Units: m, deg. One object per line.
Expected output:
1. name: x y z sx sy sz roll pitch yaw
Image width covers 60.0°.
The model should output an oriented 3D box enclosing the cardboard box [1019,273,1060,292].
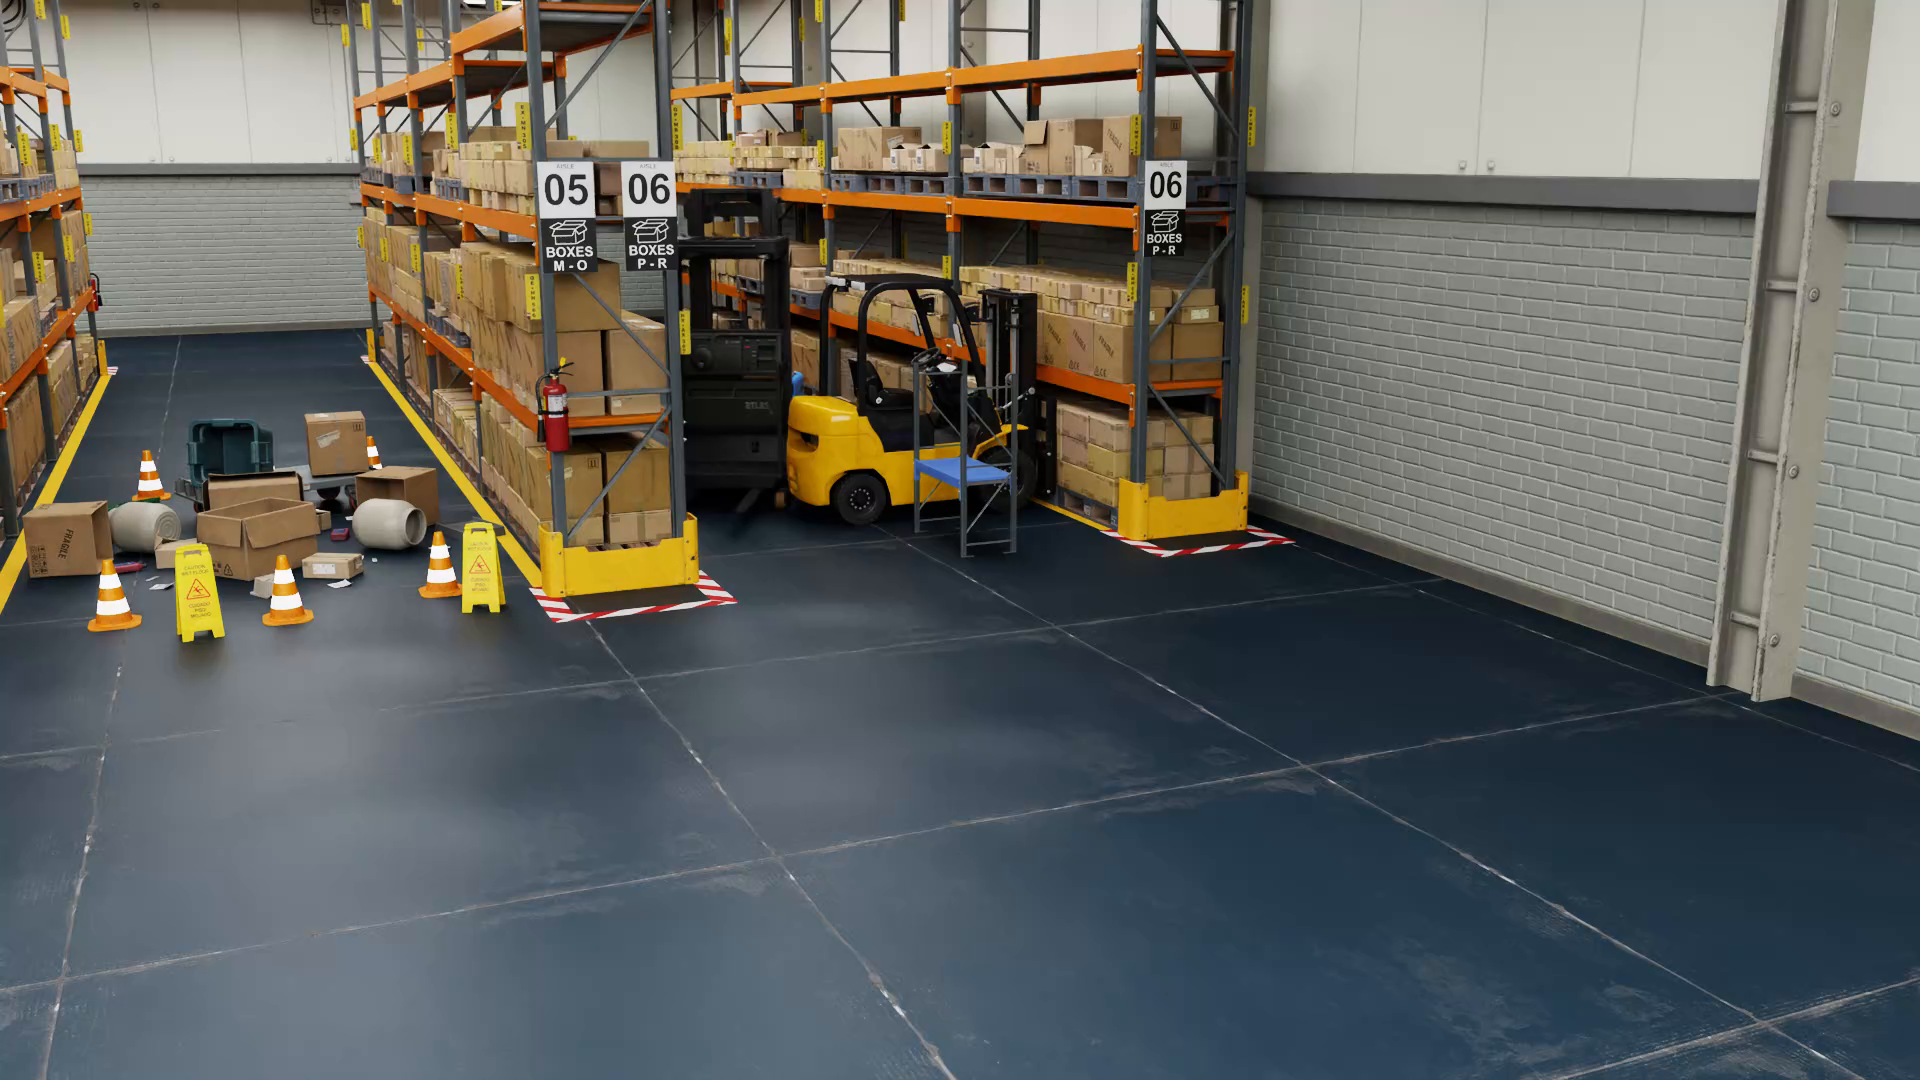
1. cardboard box: 0.803 -2.529 16.324 0.380 0.149 0.250 -6 14 -23

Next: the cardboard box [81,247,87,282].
1. cardboard box: -12.873 -3.950 23.904 0.500 0.500 0.500 -6 14 -24

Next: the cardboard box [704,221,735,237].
1. cardboard box: -3.913 -4.859 26.723 0.500 0.500 0.500 -5 14 -22

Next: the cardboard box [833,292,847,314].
1. cardboard box: -1.290 -3.010 21.058 0.500 0.250 0.500 -6 14 -23

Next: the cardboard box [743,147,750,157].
1. cardboard box: -2.894 -5.555 23.810 0.380 0.149 0.250 -6 14 -24

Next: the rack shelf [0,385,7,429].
1. rack shelf: -7.882 -0.690 12.295 1.077 0.370 4.000 -6 14 -23

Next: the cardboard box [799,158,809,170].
1. cardboard box: -1.914 -4.991 22.077 0.380 0.149 0.250 -6 14 -23

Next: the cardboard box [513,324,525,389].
1. cardboard box: -3.252 -1.480 13.231 0.500 0.500 0.500 -6 14 -23

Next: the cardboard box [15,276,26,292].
1. cardboard box: -10.295 -2.766 17.976 0.380 0.149 0.250 -6 14 -23

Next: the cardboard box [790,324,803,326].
1. cardboard box: -2.463 -3.016 23.921 0.380 0.149 0.250 -6 14 -23

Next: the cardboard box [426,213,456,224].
1. cardboard box: -7.282 -4.515 23.348 0.380 0.149 0.250 -6 14 -24

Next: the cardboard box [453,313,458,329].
1. cardboard box: -4.978 -2.244 17.038 0.380 0.149 0.250 -5 14 -22

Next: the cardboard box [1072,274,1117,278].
1. cardboard box: 1.319 -2.519 16.282 0.380 0.149 0.250 -5 14 -21

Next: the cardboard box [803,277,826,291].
1. cardboard box: -1.859 -3.381 21.950 0.380 0.149 0.250 -5 14 -22

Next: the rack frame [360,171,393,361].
1. rack frame: -8.995 -4.401 26.733 1.000 3.000 0.127 -6 14 -23

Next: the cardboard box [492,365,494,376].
1. cardboard box: -4.006 -1.551 14.978 0.380 0.149 0.250 -5 14 -21

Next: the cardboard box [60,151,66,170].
1. cardboard box: -12.245 -5.068 22.187 0.500 0.250 0.500 -5 14 -22

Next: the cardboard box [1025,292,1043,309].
1. cardboard box: 0.846 -2.325 16.102 0.380 0.149 0.250 -6 14 -24

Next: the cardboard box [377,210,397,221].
1. cardboard box: -8.374 -4.781 24.495 0.380 0.149 0.250 -6 14 -23

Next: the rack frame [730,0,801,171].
1. rack frame: -2.846 -6.946 24.426 1.000 3.000 0.127 -6 14 -23

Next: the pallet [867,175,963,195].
1. pallet: -0.440 -4.204 19.647 1.003 0.211 1.213 -5 14 -20

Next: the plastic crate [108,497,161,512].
1. plastic crate: -7.413 -0.194 14.666 0.450 0.188 0.662 -8 12 8

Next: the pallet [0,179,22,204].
1. pallet: -9.529 -3.291 15.702 1.003 0.211 1.213 -5 14 -20

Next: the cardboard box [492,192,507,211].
1. cardboard box: -3.641 -2.796 13.703 0.380 0.149 0.250 -6 14 -24

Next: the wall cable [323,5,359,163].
1. wall cable: -11.532 -8.474 31.024 0.463 3.000 0.029 -6 14 -23

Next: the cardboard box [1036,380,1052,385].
1. cardboard box: 0.949 -1.536 17.301 0.500 0.250 0.500 -6 14 -24

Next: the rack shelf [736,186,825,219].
1. rack shelf: -2.045 -4.721 23.060 1.077 0.370 4.000 -6 14 -23

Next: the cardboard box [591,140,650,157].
1. cardboard box: -2.542 -2.915 12.447 0.380 0.149 0.250 -6 14 -23

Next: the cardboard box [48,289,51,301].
1. cardboard box: -11.245 -2.968 20.165 0.380 0.149 0.250 -6 15 -26

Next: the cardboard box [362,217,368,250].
1. cardboard box: -9.064 -4.812 26.069 0.500 0.500 0.500 -6 14 -24

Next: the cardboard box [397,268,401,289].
1. cardboard box: -7.063 -3.417 21.705 0.500 0.250 0.500 -5 14 -22

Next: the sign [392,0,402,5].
1. sign: -6.298 -6.152 18.572 0.100 0.325 0.005 -6 14 -23

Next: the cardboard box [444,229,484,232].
1. cardboard box: -6.364 -3.722 21.362 0.500 0.500 0.500 -5 14 -22

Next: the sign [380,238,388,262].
1. sign: -7.901 -3.985 22.838 0.100 0.325 0.005 -6 14 -23

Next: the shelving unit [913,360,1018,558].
1. shelving unit: 0.034 -0.713 14.125 0.538 1.500 1.048 -6 14 -23

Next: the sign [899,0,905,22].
1. sign: -0.737 -6.703 20.952 0.100 0.325 0.005 -6 14 -23

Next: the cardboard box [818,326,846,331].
1. cardboard box: -1.804 -2.958 23.672 0.380 0.149 0.250 -6 14 -25

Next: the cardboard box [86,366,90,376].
1. cardboard box: -12.504 -2.397 23.467 0.380 0.149 0.250 -5 14 -22

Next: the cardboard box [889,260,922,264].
1. cardboard box: -0.673 -3.410 20.791 0.380 0.149 0.250 -6 14 -23

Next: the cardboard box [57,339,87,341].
1. cardboard box: -12.732 -2.794 23.860 0.380 0.149 0.250 -6 14 -25

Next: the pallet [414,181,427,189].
1. pallet: -6.981 -4.758 22.047 0.805 0.209 1.217 -6 14 -25

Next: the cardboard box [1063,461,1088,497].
1. cardboard box: 1.292 -0.582 15.397 0.500 0.250 0.500 -6 14 -23

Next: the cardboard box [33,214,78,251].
1. cardboard box: -12.445 -4.221 22.858 0.500 0.500 0.500 -6 14 -25

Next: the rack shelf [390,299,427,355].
1. rack shelf: -6.592 -2.811 21.458 1.077 0.370 4.000 -6 14 -23

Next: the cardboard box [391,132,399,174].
1. cardboard box: -6.762 -4.801 20.655 0.500 0.500 0.500 -5 14 -22

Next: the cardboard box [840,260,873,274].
1. cardboard box: -1.278 -3.415 20.811 0.380 0.149 0.250 -5 14 -22

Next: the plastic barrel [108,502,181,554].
1. plastic barrel: -6.823 -0.103 13.875 0.512 0.421 0.421 4 14 16

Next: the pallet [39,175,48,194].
1. pallet: -11.320 -4.125 19.306 1.213 0.211 1.003 -6 14 -23

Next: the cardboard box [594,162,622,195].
1. cardboard box: -2.543 -2.757 12.648 0.500 0.250 0.500 -6 14 -24

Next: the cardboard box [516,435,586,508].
1. cardboard box: -3.358 -0.575 13.706 0.500 0.500 0.500 -5 14 -21

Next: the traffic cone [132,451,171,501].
1. traffic cone: -7.837 -0.631 16.071 0.336 0.463 0.334 -6 14 -23

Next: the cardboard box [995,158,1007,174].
1. cardboard box: 0.568 -3.684 16.388 0.380 0.149 0.250 -5 14 -21

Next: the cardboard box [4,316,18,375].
1. cardboard box: -8.850 -1.740 15.013 0.500 0.500 0.500 -6 14 -23

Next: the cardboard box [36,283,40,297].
1. cardboard box: -10.716 -2.840 18.953 0.380 0.149 0.250 -6 14 -23

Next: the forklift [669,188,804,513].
1. forklift: -2.167 -1.794 15.619 1.130 2.935 3.031 0 13 2

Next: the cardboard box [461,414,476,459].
1. cardboard box: -4.692 -1.103 17.378 0.950 0.372 0.625 -5 14 -19

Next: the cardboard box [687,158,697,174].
1. cardboard box: -4.105 -6.057 26.908 0.500 0.250 0.500 -6 14 -25
